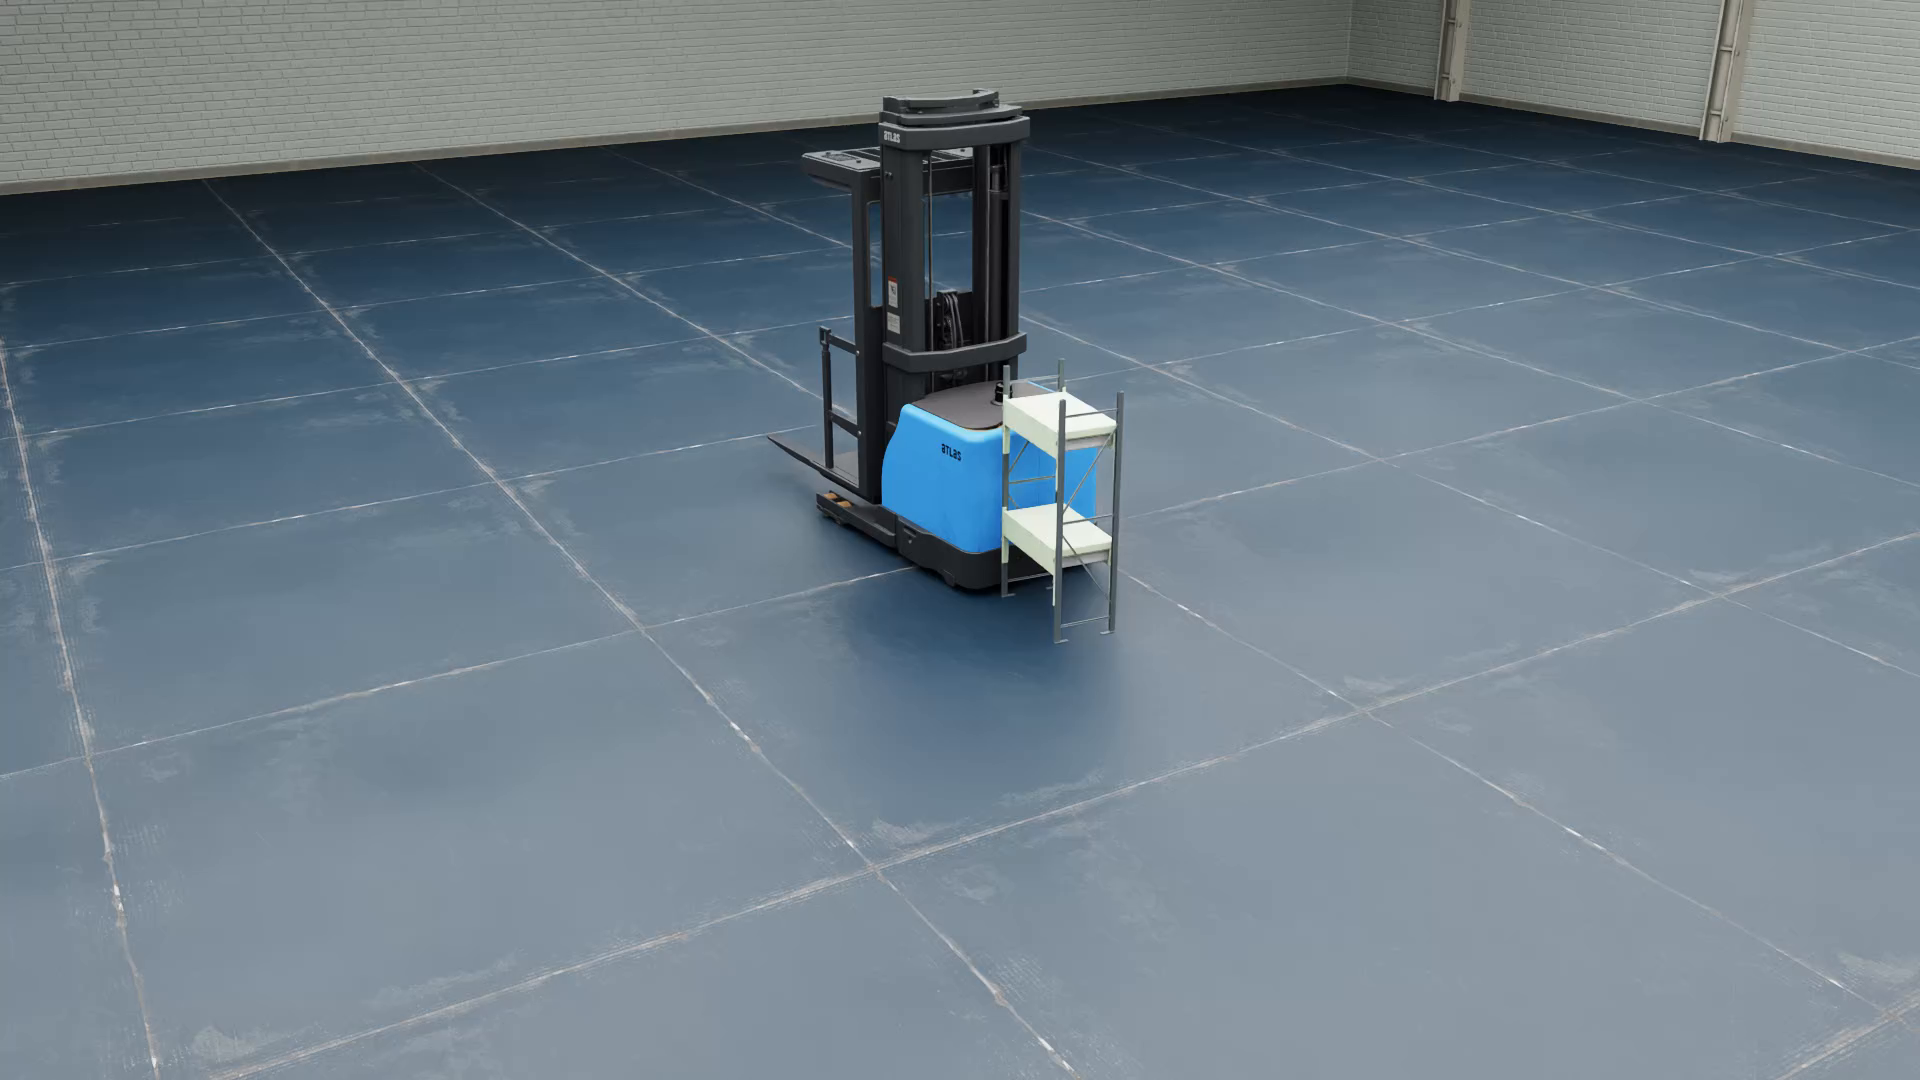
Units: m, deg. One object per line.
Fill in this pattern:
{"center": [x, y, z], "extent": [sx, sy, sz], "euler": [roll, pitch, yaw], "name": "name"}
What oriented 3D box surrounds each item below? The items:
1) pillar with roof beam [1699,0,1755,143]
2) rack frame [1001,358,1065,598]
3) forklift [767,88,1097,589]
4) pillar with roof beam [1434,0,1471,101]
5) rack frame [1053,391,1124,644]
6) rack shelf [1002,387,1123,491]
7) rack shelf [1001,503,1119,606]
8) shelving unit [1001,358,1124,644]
{"center": [8.856, -9.985, 23.927], "extent": [9.100, 9.000, 0.400], "euler": [-13, 25, -28], "name": "pillar with roof beam"}
{"center": [0.445, -0.366, 10.221], "extent": [0.400, 1.500, 0.023], "euler": [-9, 24, -22], "name": "rack frame"}
{"center": [-0.351, -1.552, 11.238], "extent": [1.130, 2.935, 3.031], "euler": [-14, 26, -31], "name": "forklift"}
{"center": [5.791, -11.927, 28.705], "extent": [9.100, 9.000, 0.400], "euler": [-13, 25, -28], "name": "pillar with roof beam"}
{"center": [0.739, -0.114, 9.600], "extent": [0.400, 1.500, 0.023], "euler": [-9, 24, -22], "name": "rack frame"}
{"center": [0.592, -0.602, 9.763], "extent": [0.431, 0.370, 0.720], "euler": [-9, 24, -22], "name": "rack shelf"}
{"center": [0.592, 0.062, 10.033], "extent": [0.431, 0.370, 0.720], "euler": [-9, 24, -22], "name": "rack shelf"}
{"center": [0.592, -0.240, 9.910], "extent": [0.431, 1.500, 0.755], "euler": [-9, 24, -22], "name": "shelving unit"}
